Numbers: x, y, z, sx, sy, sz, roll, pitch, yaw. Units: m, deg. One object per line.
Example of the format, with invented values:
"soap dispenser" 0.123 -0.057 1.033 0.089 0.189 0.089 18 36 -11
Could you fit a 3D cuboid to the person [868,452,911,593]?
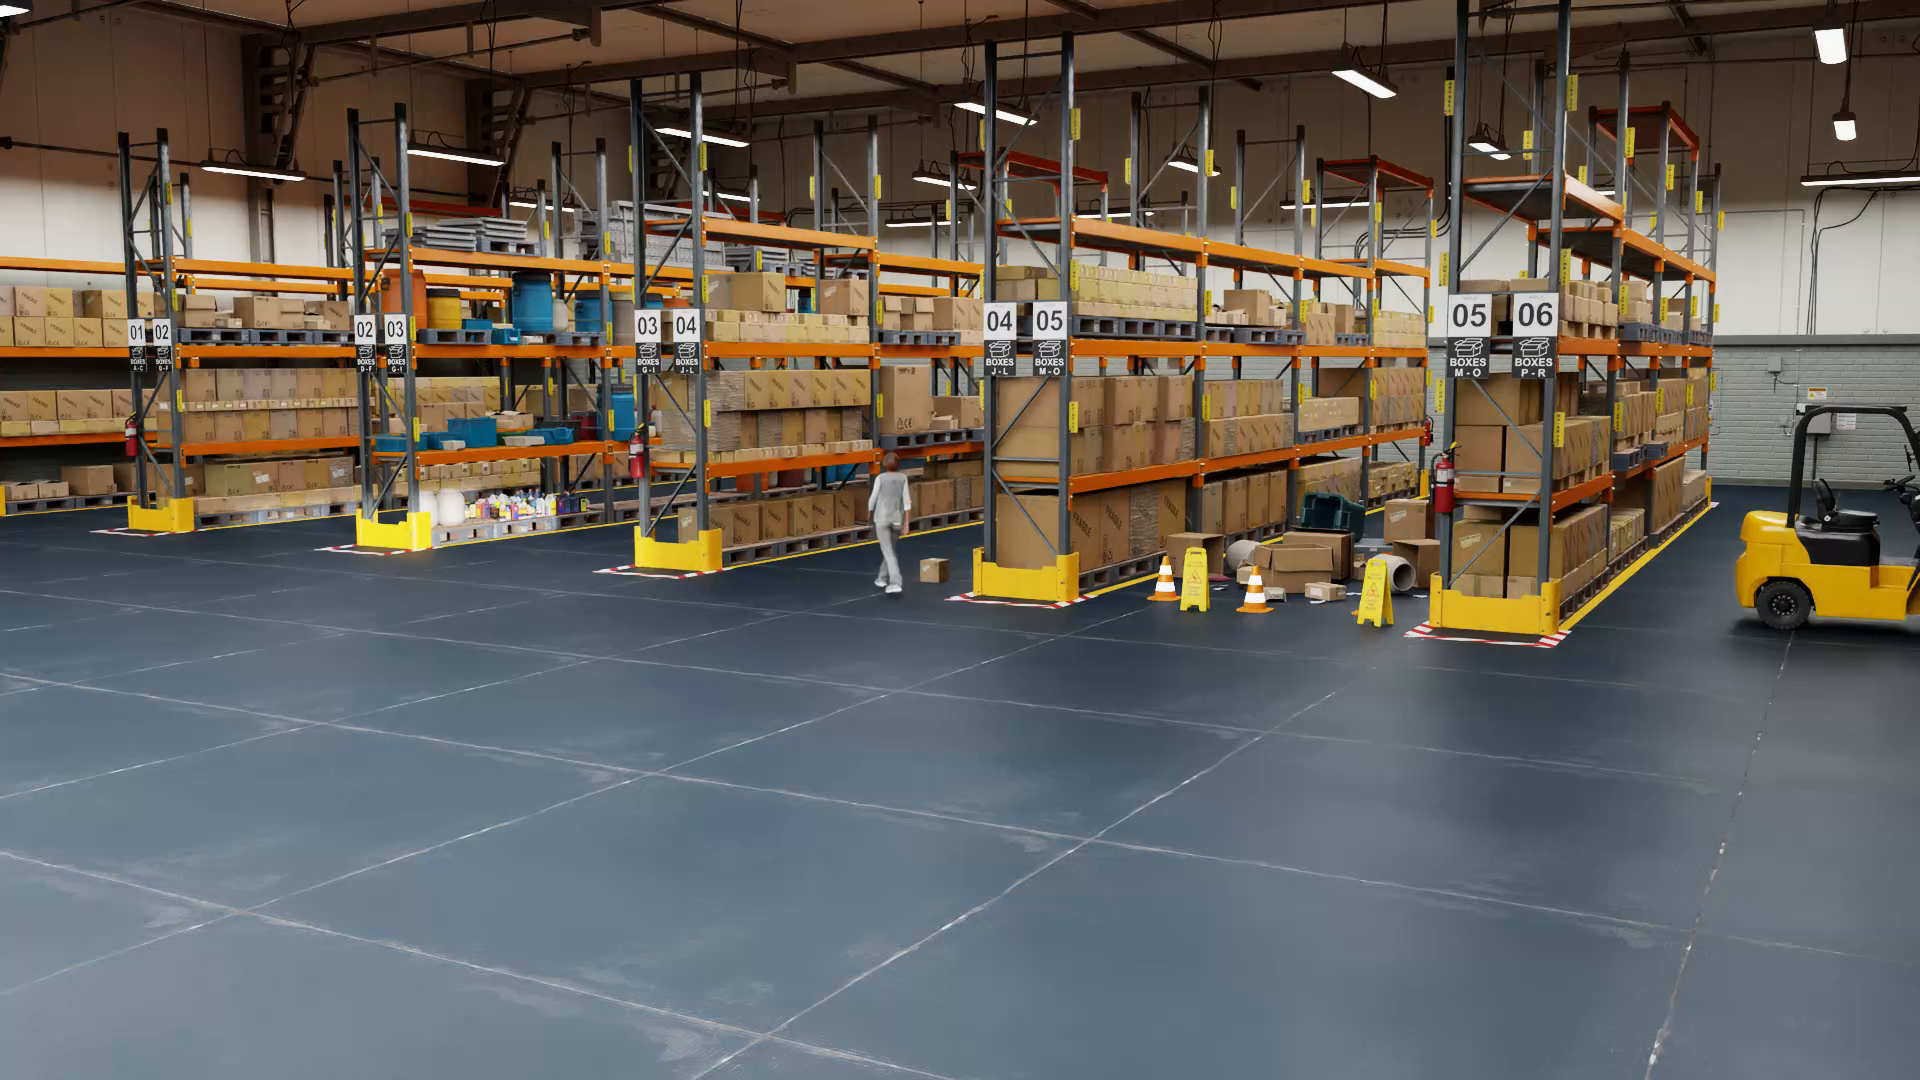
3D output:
"person" -0.803 -0.216 18.453 0.417 1.540 0.928 -3 7 -25
